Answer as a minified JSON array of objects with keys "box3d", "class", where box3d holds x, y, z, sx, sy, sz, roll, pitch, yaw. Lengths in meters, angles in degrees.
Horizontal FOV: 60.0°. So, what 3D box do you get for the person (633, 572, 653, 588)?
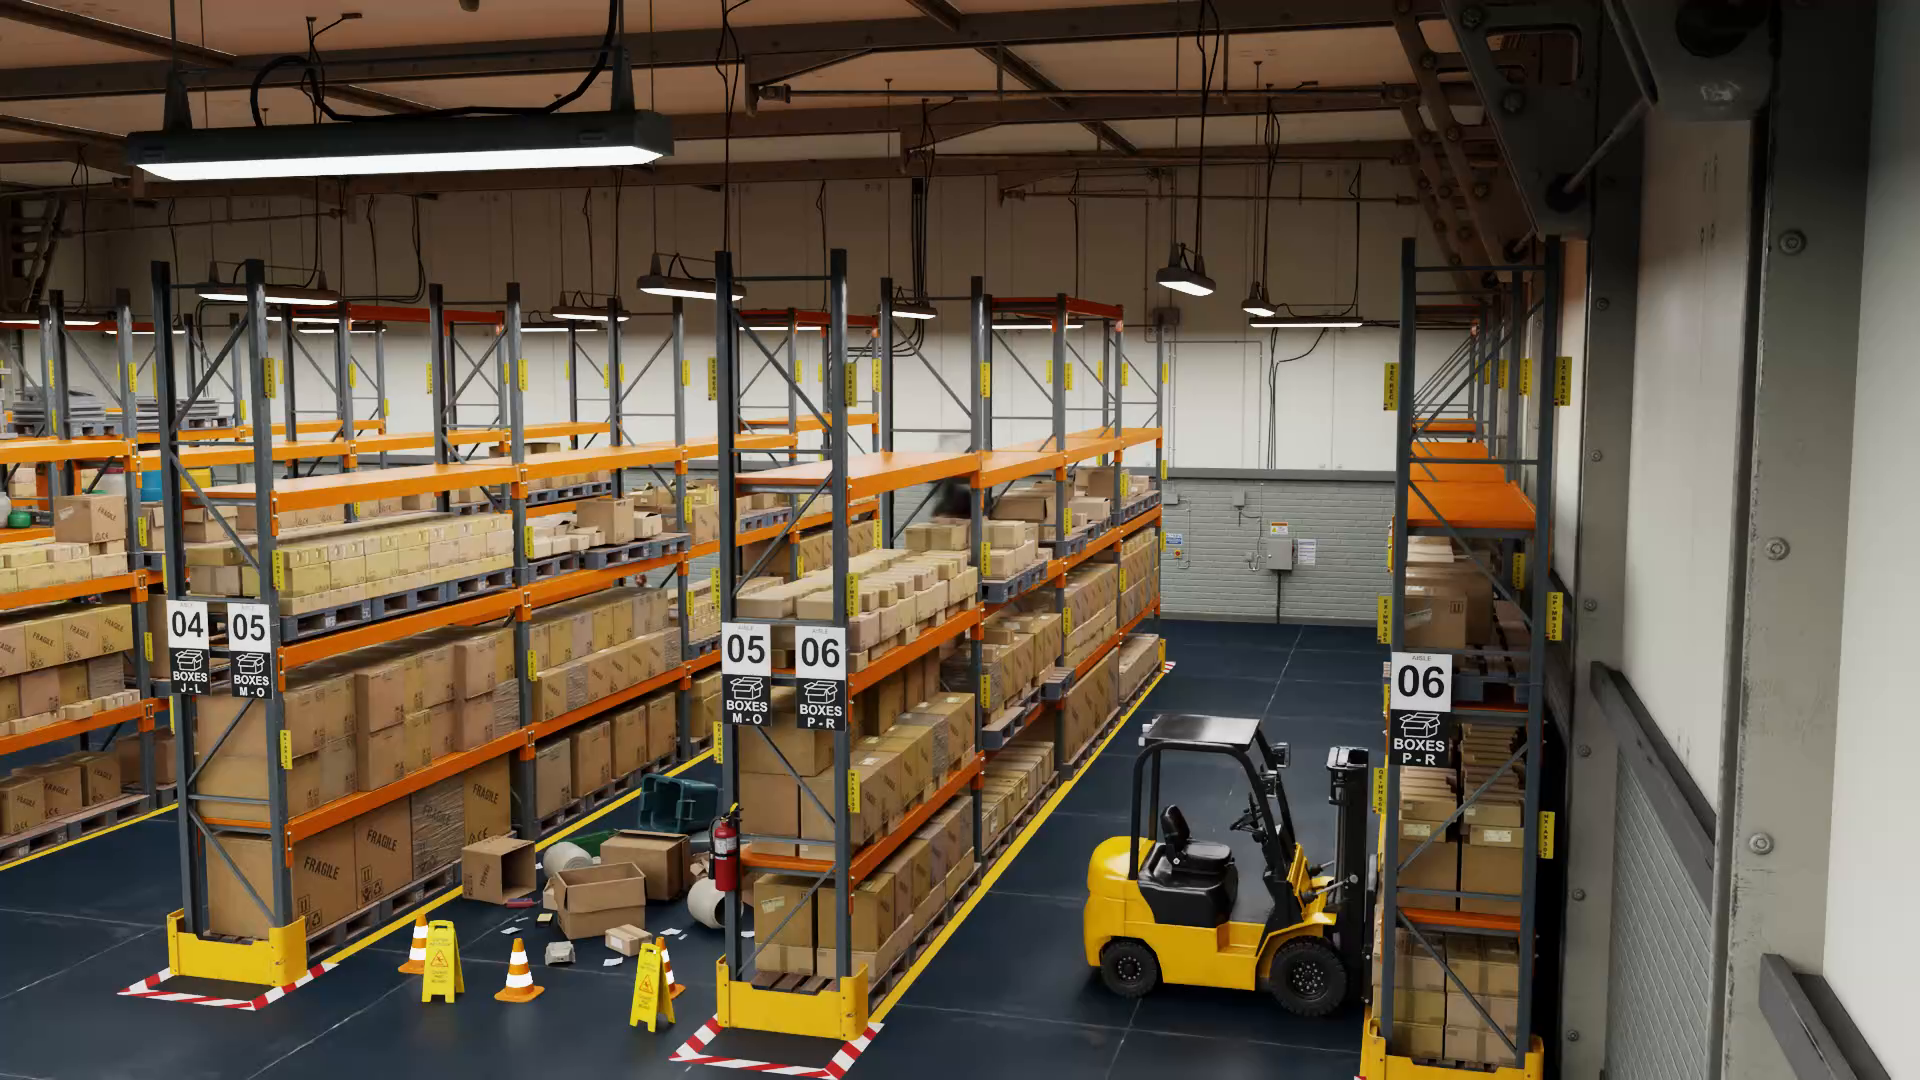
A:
[{"box3d":[-5.448,1.365,28.569,0.516,1.587,0.656,2,6,16],"class":"person"}]
